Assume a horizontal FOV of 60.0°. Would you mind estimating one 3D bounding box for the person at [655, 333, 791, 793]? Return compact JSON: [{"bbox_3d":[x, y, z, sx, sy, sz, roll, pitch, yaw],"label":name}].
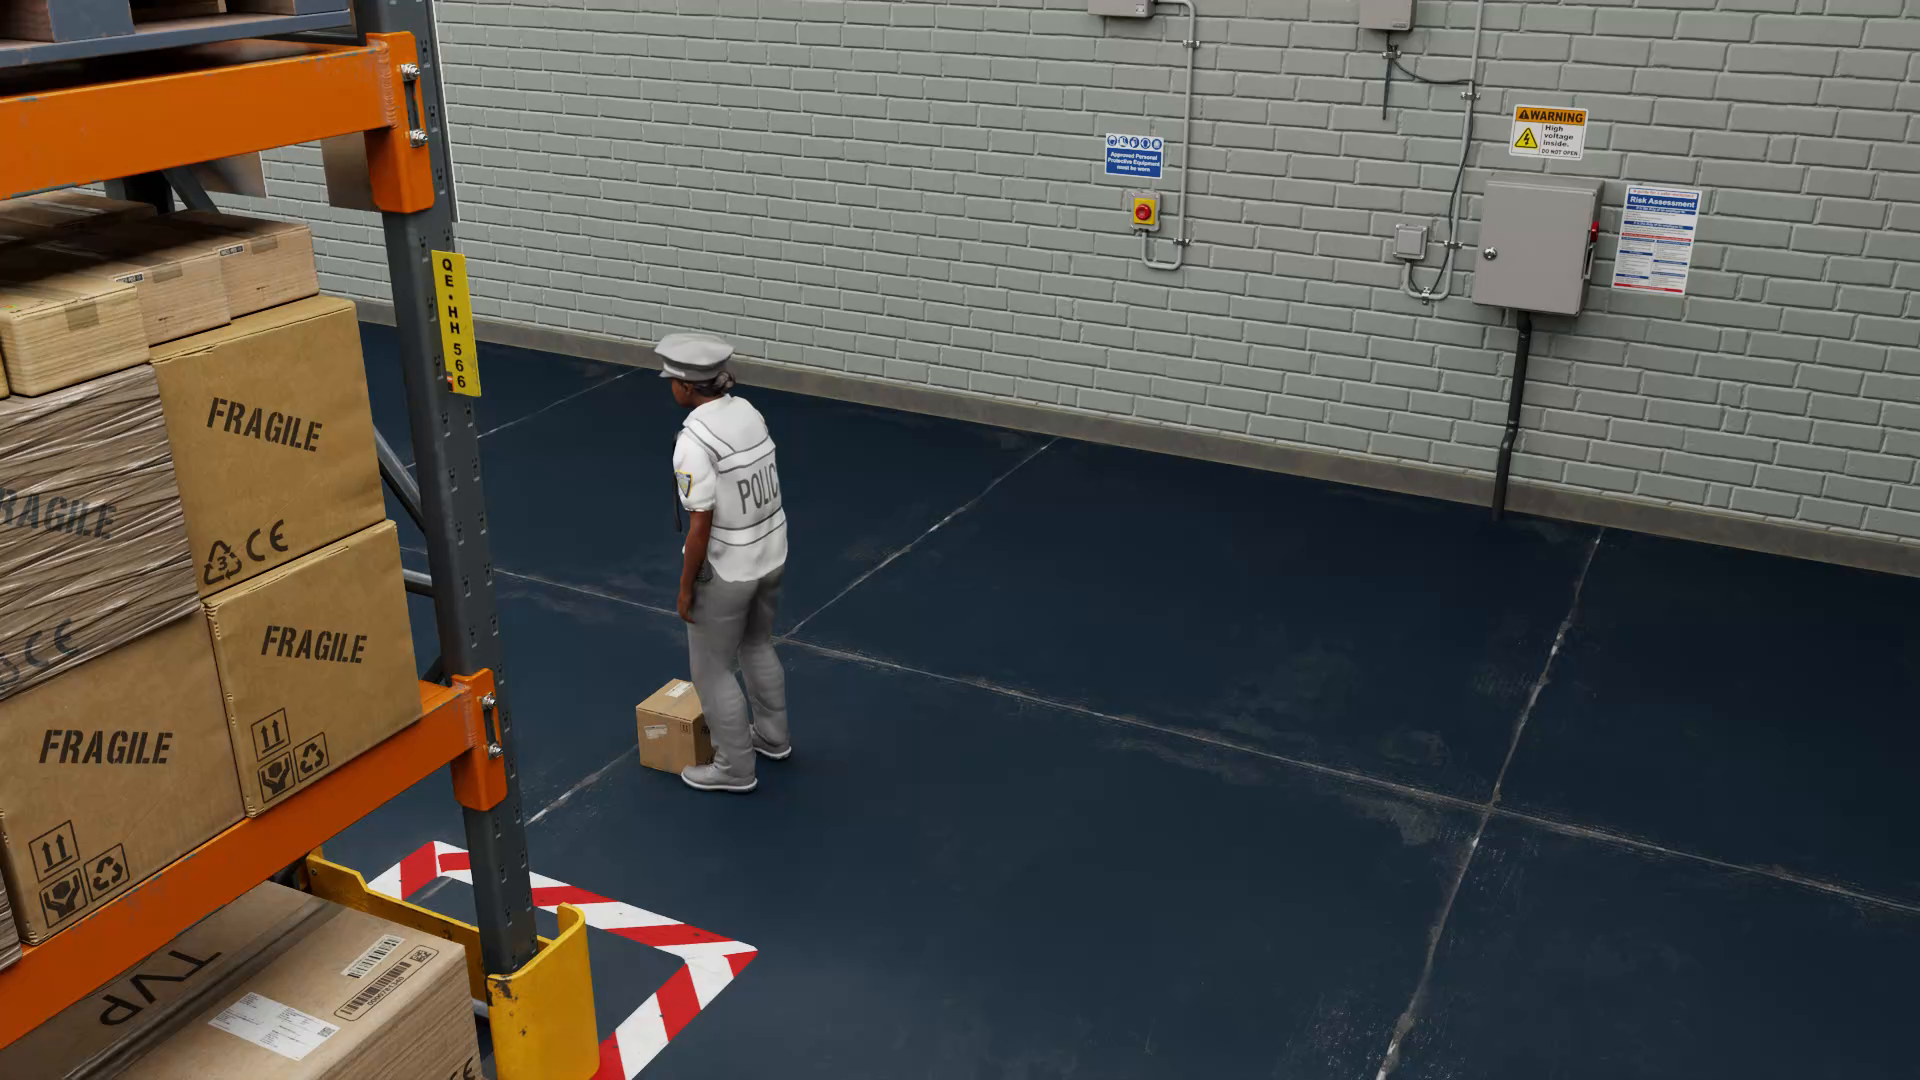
[{"bbox_3d":[-0.818,0.094,5.872,0.396,1.659,0.508,11,25,25],"label":"person"}]
